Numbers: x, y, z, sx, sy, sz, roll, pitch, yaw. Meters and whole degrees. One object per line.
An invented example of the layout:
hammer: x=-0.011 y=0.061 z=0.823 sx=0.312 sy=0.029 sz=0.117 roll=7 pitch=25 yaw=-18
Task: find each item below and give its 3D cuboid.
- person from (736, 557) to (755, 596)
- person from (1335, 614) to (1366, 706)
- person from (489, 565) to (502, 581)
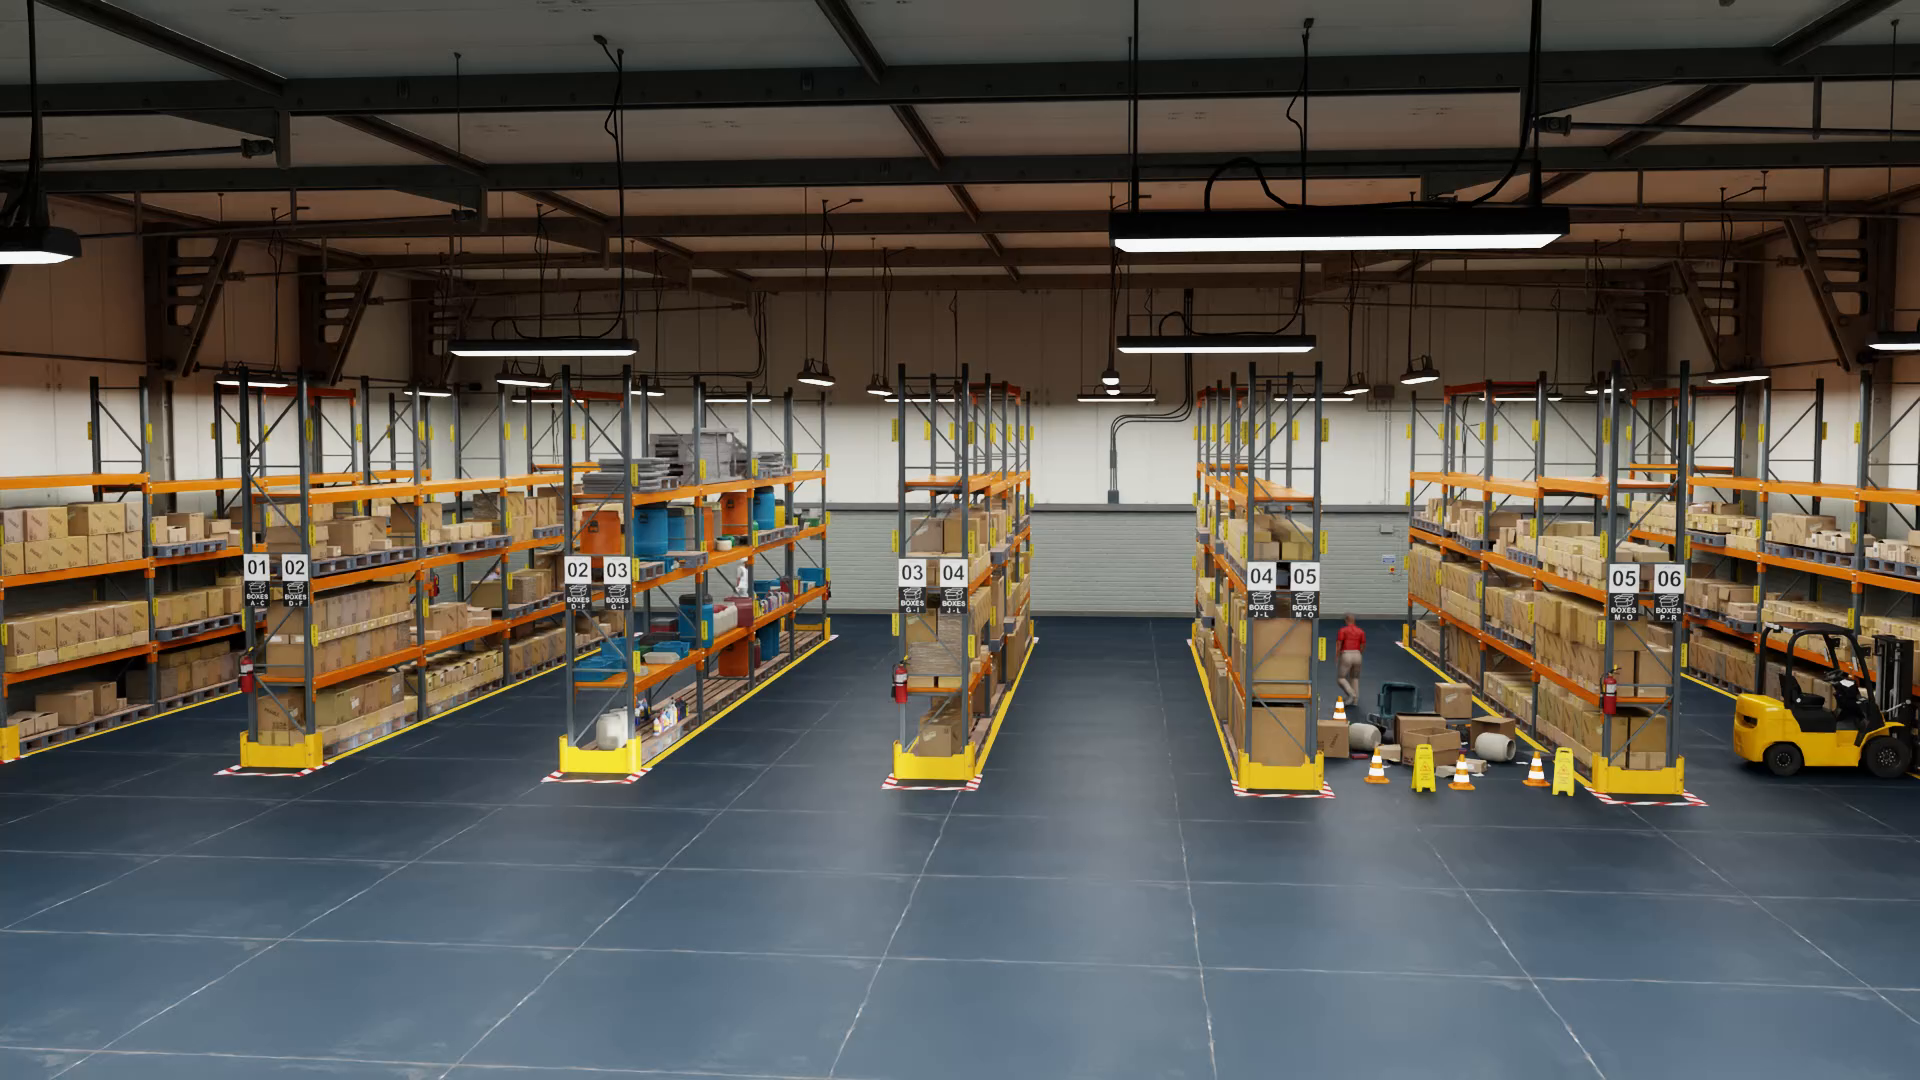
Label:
person: x=-5.762 y=1.280 z=44.577 sx=1.096 sy=1.735 sz=0.537 roll=2 pitch=4 yaw=30
person: x=7.187 y=2.210 z=30.506 sx=0.615 sy=1.680 sz=0.688 roll=-1 pitch=4 yaw=-10
person: x=-11.796 y=1.454 z=42.352 sx=0.427 sy=1.655 sz=0.509 roll=0 pitch=4 yaw=2
